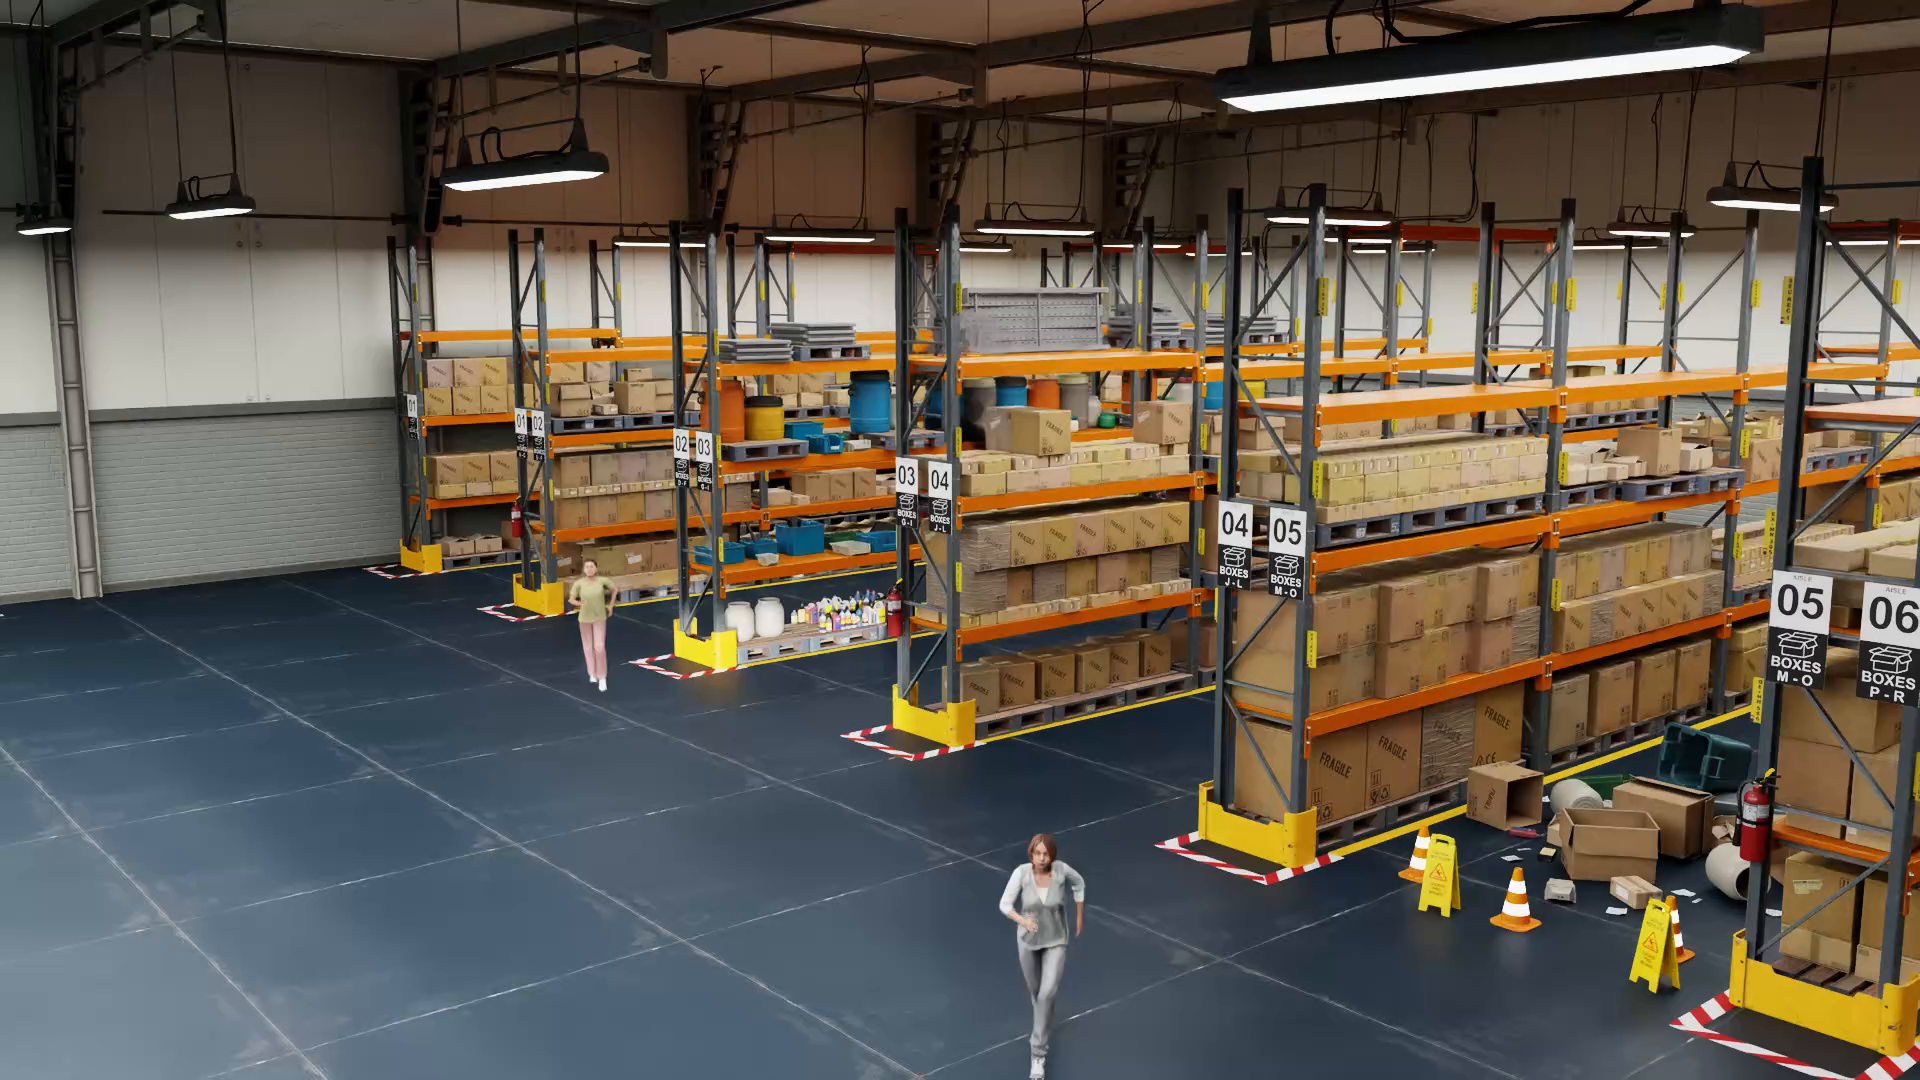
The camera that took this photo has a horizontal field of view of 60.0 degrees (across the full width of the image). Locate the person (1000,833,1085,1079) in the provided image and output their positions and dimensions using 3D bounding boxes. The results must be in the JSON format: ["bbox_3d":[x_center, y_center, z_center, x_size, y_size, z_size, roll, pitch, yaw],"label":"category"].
[{"bbox_3d":[0.547,2.696,11.095,0.562,1.613,0.902,1,9,4],"label":"person"}]

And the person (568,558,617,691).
[{"bbox_3d":[-4.719,1.078,21.377,0.592,1.714,0.677,-1,9,-5],"label":"person"}]

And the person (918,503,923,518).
[{"bbox_3d":[-0.888,-0.891,33.943,0.642,1.785,0.799,7,11,39],"label":"person"}]
